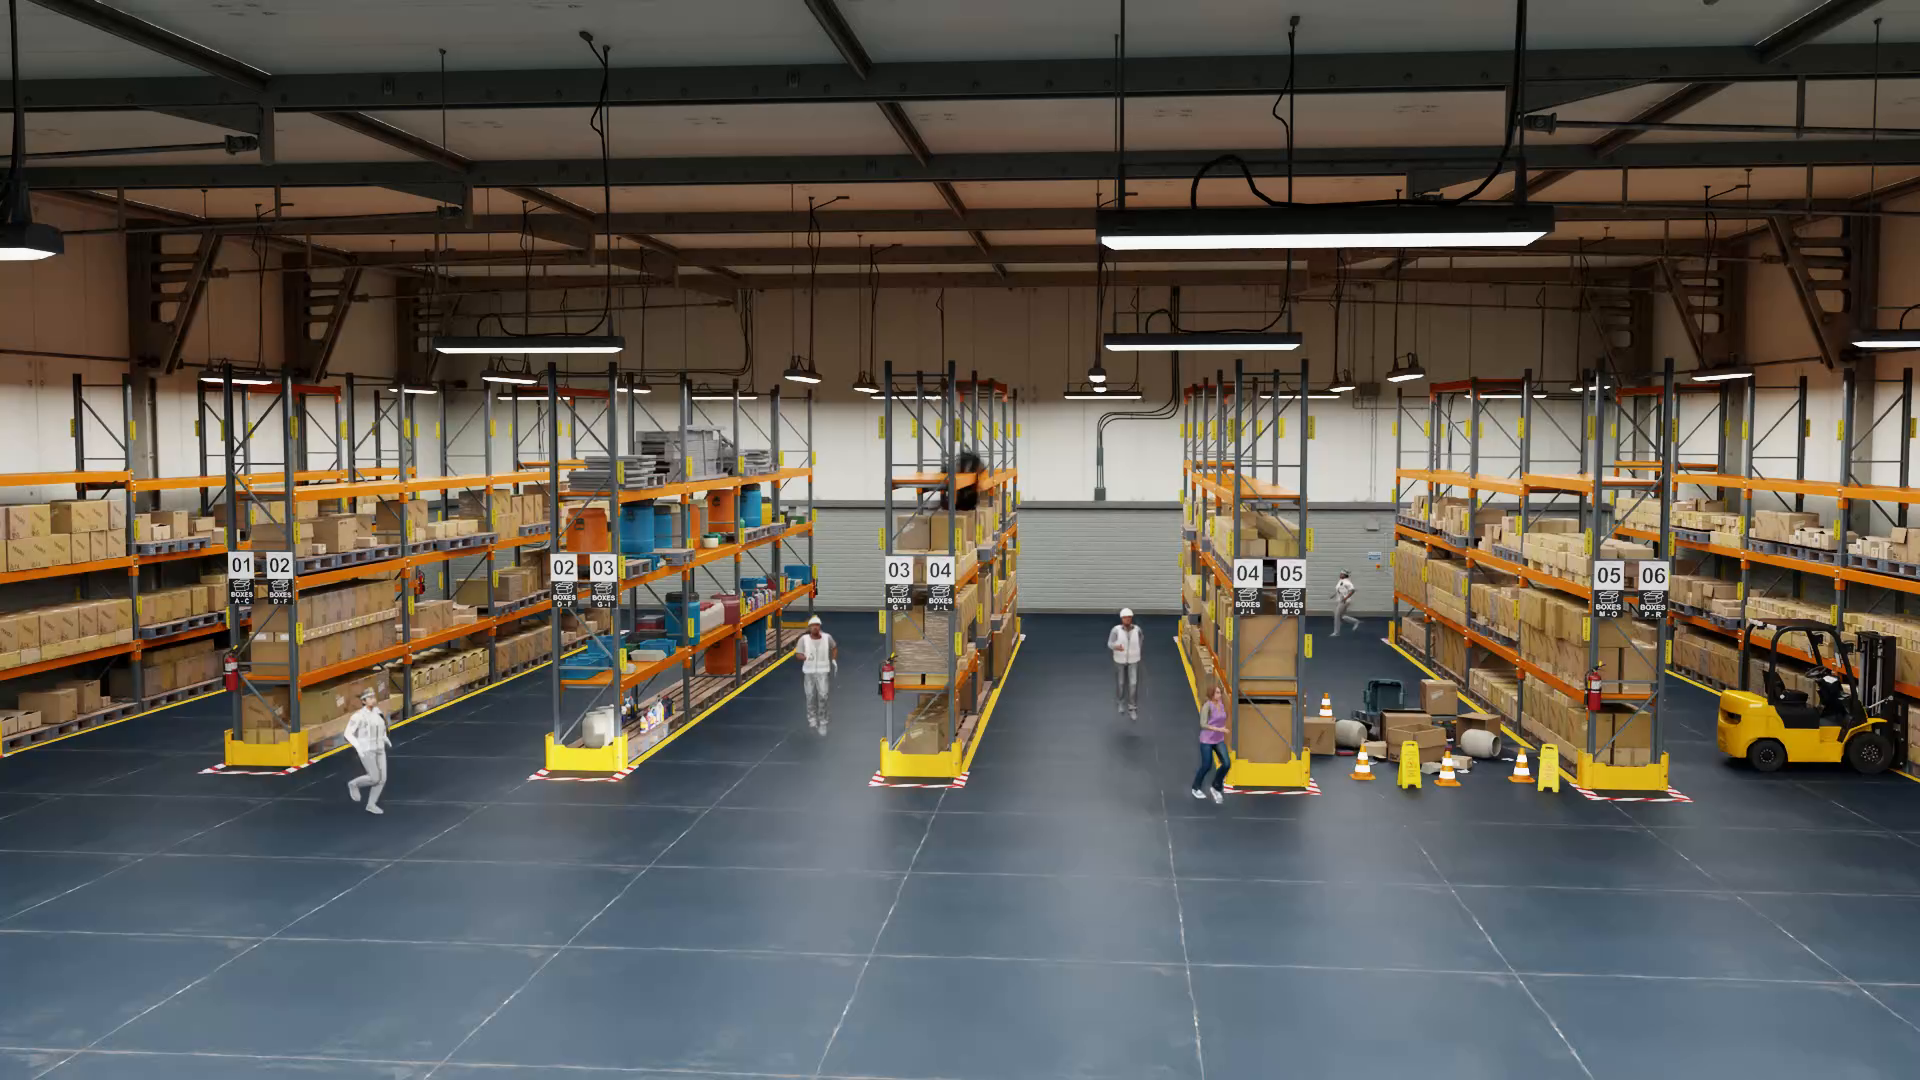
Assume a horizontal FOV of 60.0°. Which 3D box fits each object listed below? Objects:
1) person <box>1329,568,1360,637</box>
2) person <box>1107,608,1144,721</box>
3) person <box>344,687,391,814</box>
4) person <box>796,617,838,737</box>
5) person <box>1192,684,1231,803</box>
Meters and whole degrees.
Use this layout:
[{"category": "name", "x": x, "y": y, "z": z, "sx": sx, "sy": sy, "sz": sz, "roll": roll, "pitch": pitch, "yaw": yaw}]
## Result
[{"category": "person", "x": 9.376, "y": 1.521, "z": 40.459, "sx": 0.791, "sy": 1.691, "sz": 0.578, "roll": 0, "pitch": 4, "yaw": -4}, {"category": "person", "x": 2.734, "y": 2.021, "z": 27.431, "sx": 0.610, "sy": 1.820, "sz": 0.846, "roll": 0, "pitch": 4, "yaw": 2}, {"category": "person", "x": -7.755, "y": 2.755, "z": 21.834, "sx": 0.551, "sy": 1.654, "sz": 0.624, "roll": 2, "pitch": 4, "yaw": 30}, {"category": "person", "x": -2.246, "y": 2.138, "z": 26.068, "sx": 0.656, "sy": 1.866, "sz": 0.712, "roll": 0, "pitch": 4, "yaw": -5}, {"category": "person", "x": 3.420, "y": 2.747, "z": 22.372, "sx": 0.561, "sy": 1.632, "sz": 0.685, "roll": -3, "pitch": 5, "yaw": -36}]
